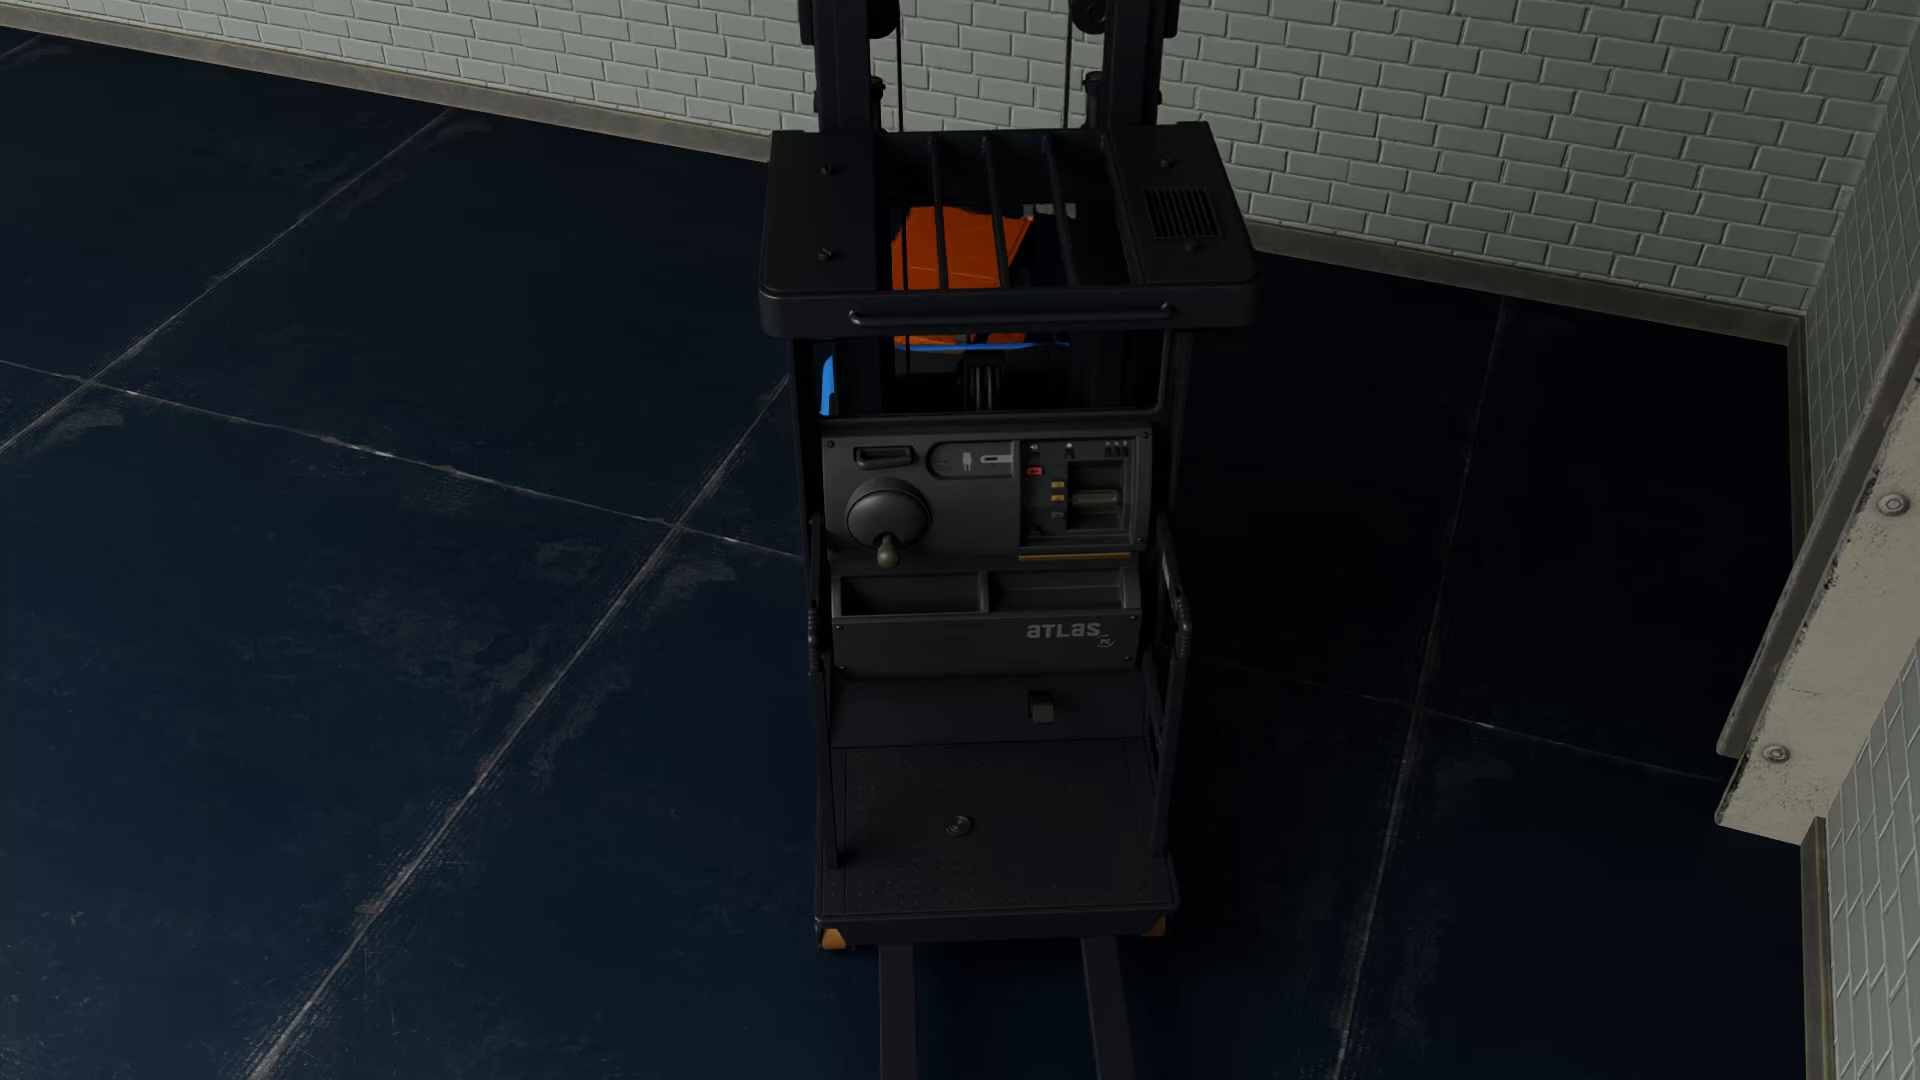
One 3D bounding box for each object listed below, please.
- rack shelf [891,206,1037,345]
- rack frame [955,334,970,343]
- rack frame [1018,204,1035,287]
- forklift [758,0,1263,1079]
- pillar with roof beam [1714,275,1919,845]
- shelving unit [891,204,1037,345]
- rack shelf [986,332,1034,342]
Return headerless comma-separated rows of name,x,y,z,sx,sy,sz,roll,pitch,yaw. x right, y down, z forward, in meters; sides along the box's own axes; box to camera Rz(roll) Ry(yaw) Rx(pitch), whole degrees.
rack shelf,-0.074,-0.959,6.556,0.538,0.278,1.000,10,42,12
rack frame,-0.209,-0.418,6.373,0.500,1.125,0.032,10,42,12
rack frame,0.061,-1.054,7.119,0.500,1.125,0.032,10,42,12
forklift,0.092,-0.048,4.548,1.130,2.935,3.031,-2,41,-2
pillar with roof beam,-1.280,-3.506,3.926,9.100,9.000,0.400,13,42,15
shelving unit,-0.074,-0.736,6.746,0.538,1.125,1.048,10,42,12
rack shelf,-0.074,-0.550,6.905,0.538,0.278,1.000,10,42,12
